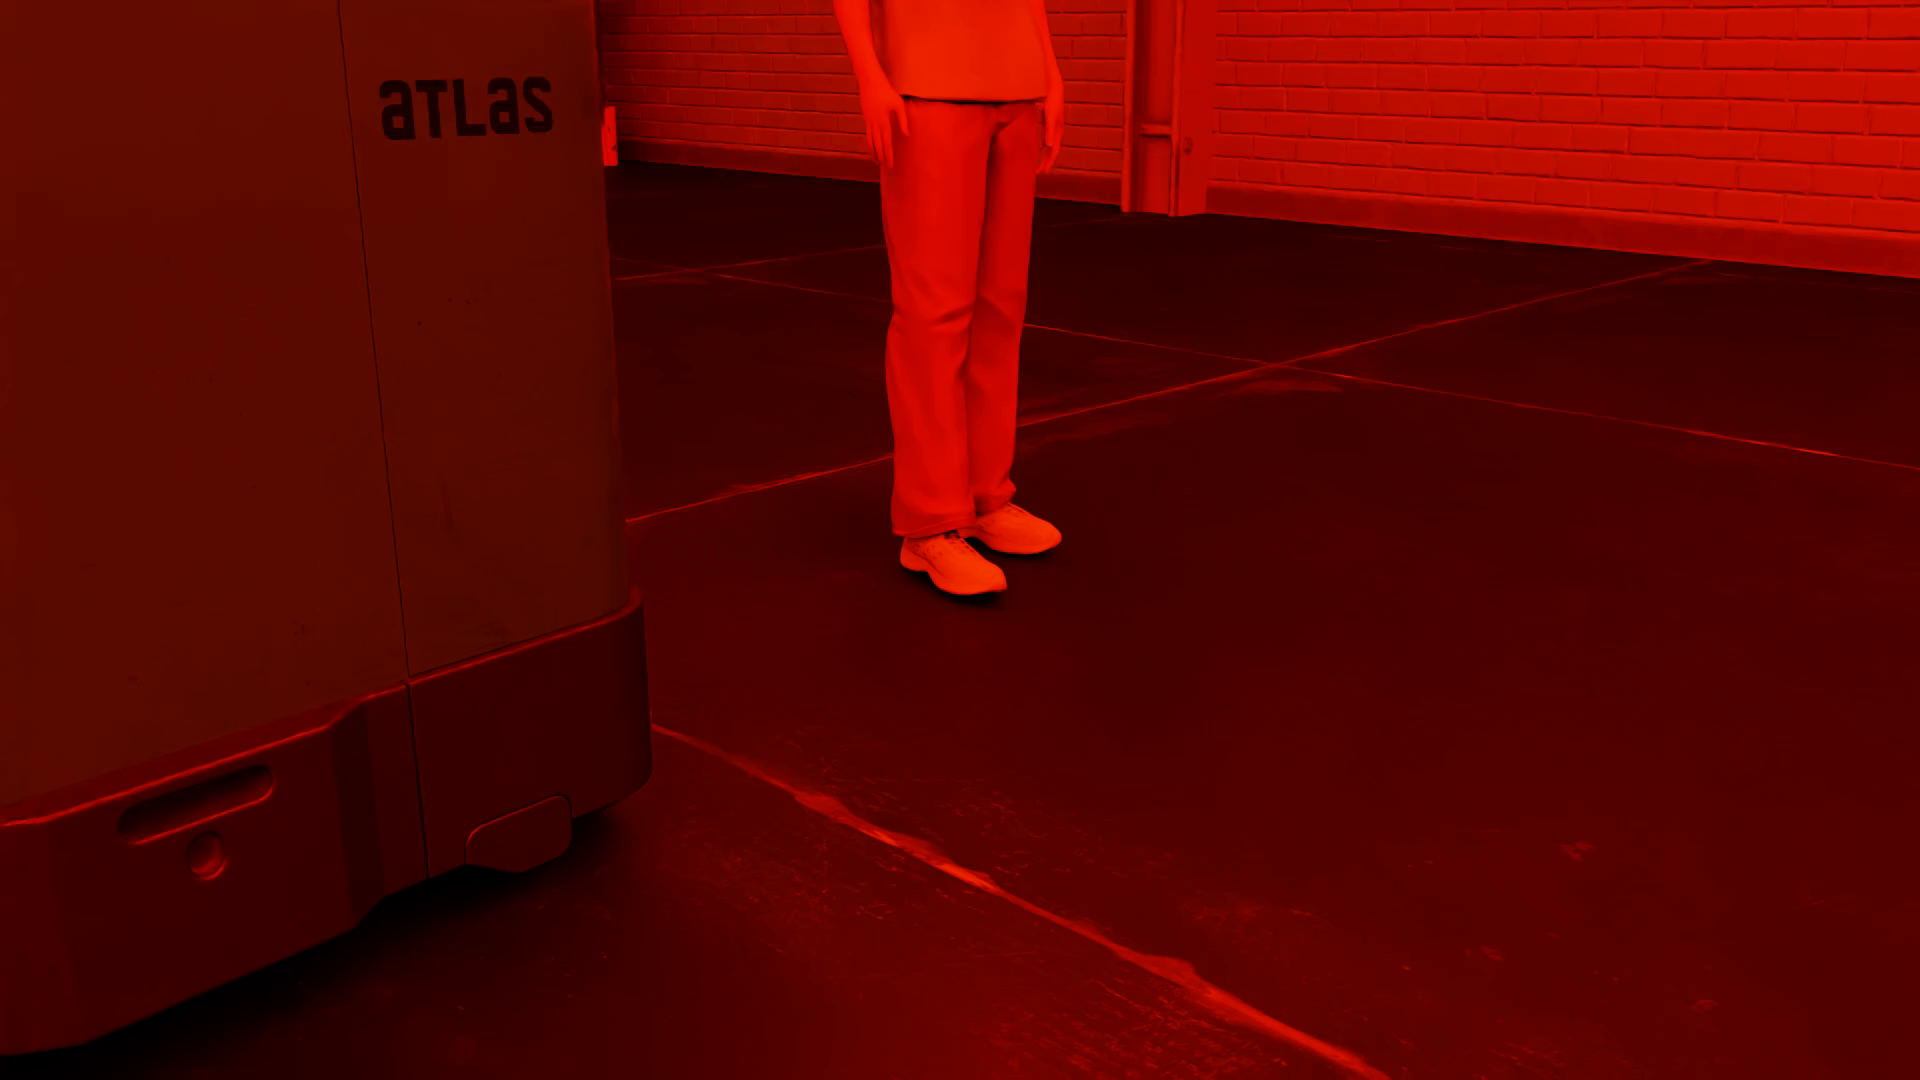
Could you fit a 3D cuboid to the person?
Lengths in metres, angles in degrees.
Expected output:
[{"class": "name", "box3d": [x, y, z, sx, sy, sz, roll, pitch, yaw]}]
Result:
[{"class": "person", "box3d": [0.045, -0.790, 3.089, 0.549, 1.675, 0.555, 16, 23, 42]}]

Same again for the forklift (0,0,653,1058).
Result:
[{"class": "forklift", "box3d": [-1.745, -0.793, 0.992, 1.130, 2.935, 3.031, 14, 22, 39]}]
